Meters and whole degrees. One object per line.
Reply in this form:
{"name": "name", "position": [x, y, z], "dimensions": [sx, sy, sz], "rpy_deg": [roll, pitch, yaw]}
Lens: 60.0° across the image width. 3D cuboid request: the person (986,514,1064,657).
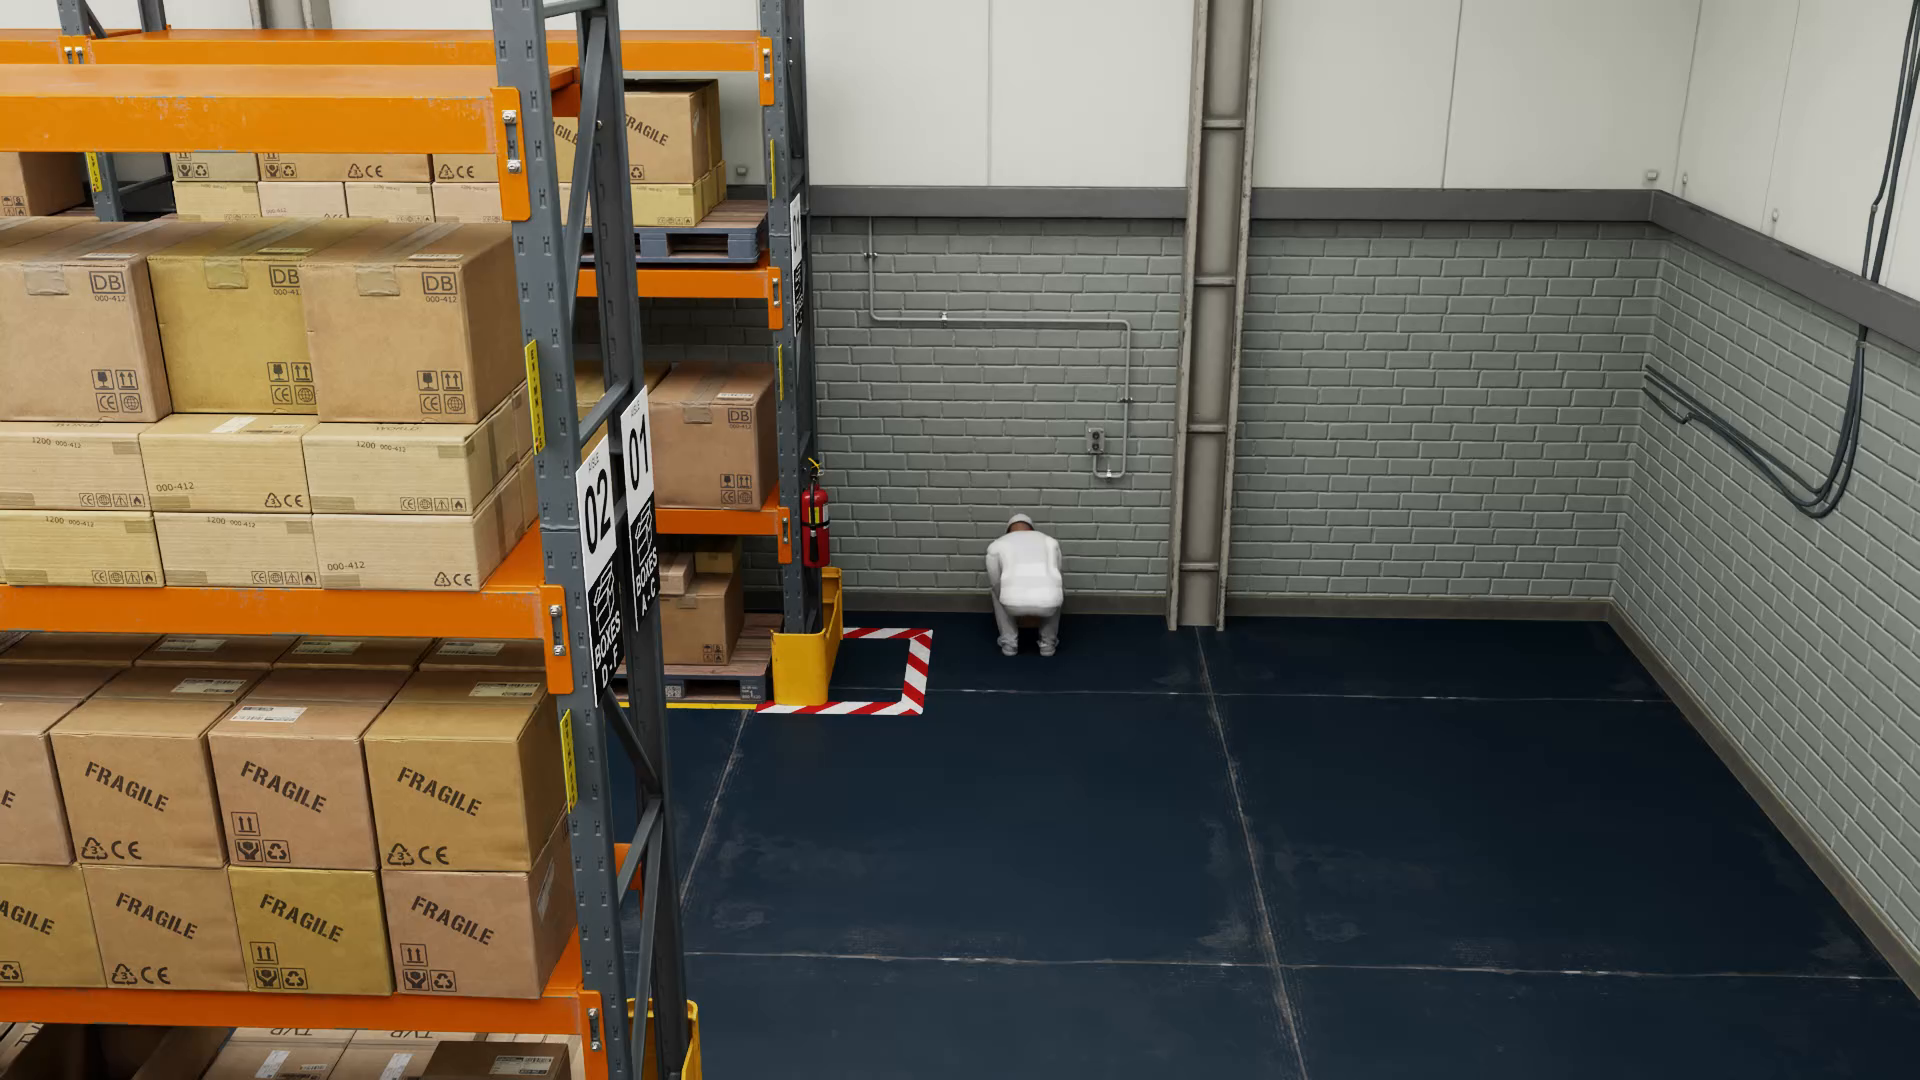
{"name": "person", "position": [0.453, 0.351, 11.580], "dimensions": [0.536, 0.861, 0.944], "rpy_deg": [0, 21, 1]}
